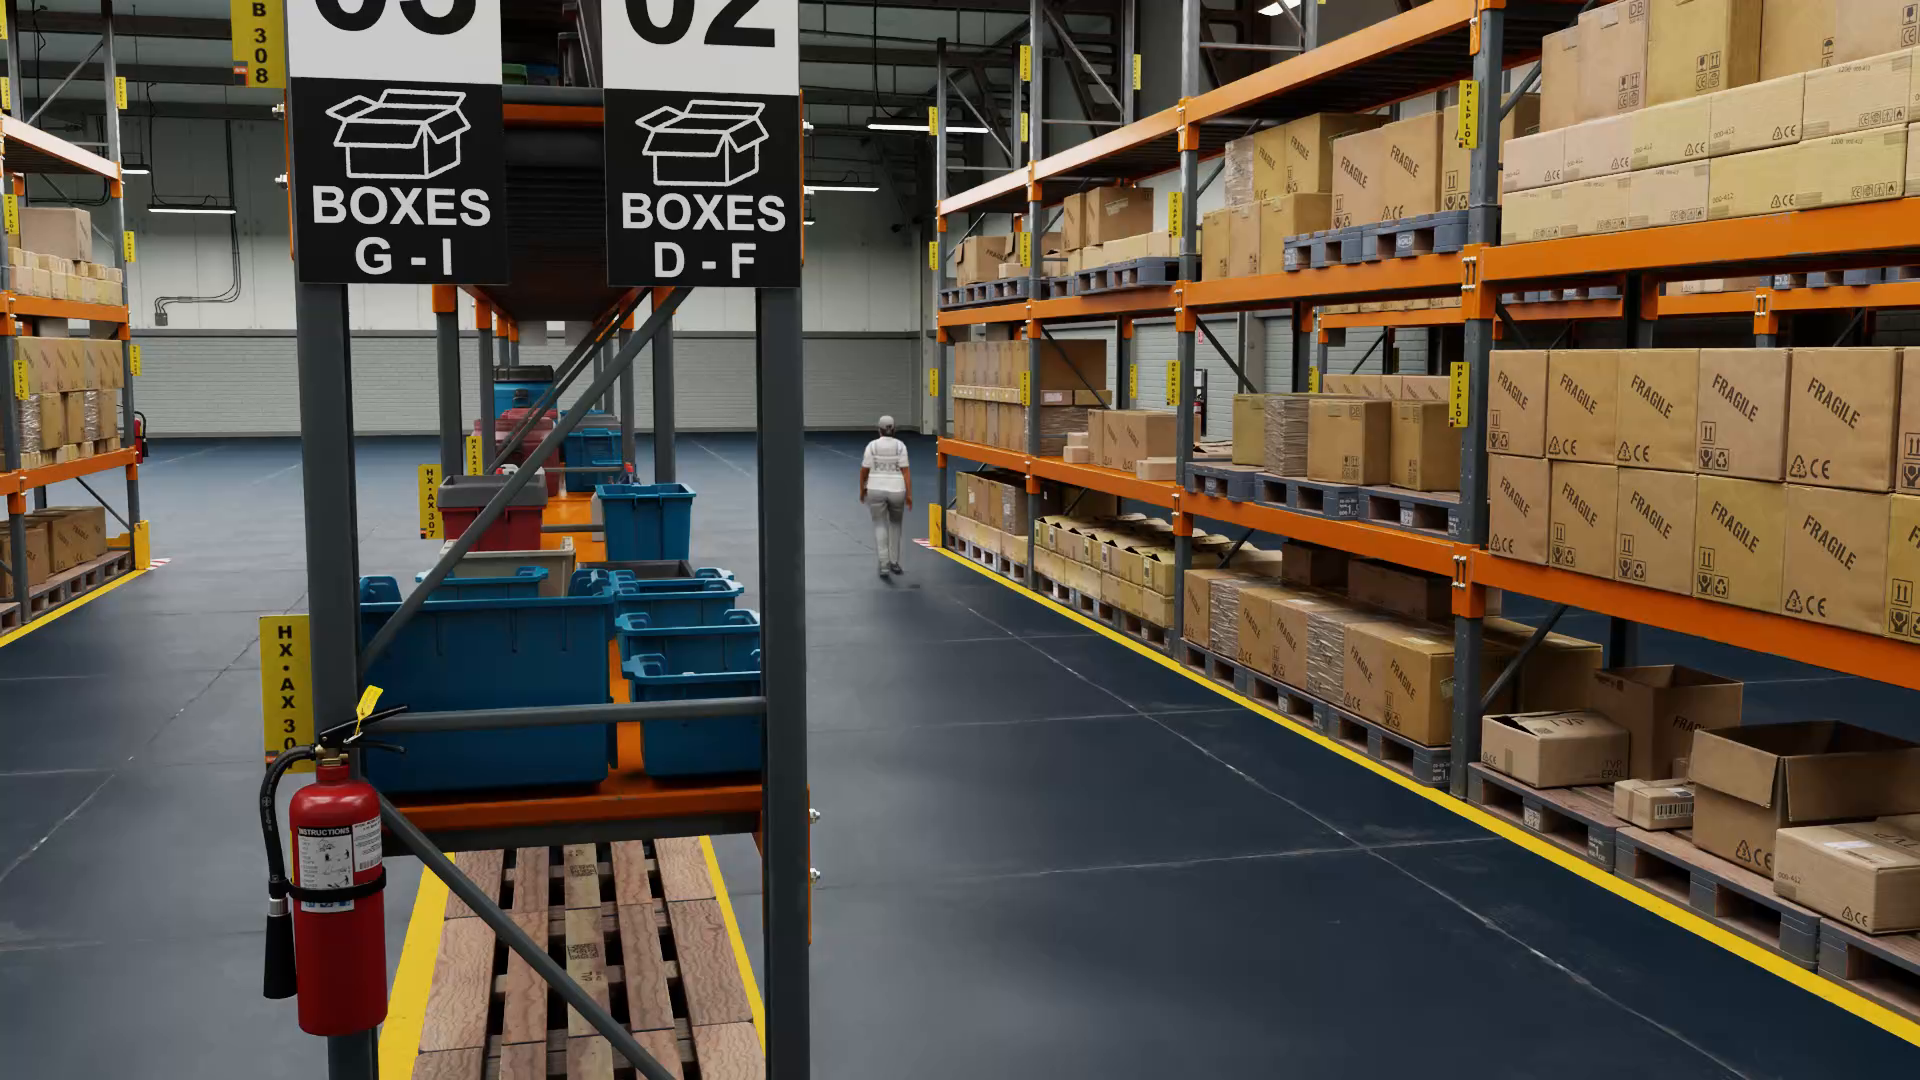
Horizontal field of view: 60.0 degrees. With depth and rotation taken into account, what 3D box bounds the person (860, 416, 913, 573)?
[{"bbox_3d":[-0.796,-0.467,17.516,0.523,1.686,0.793,-1,6,-13],"label":"person"}]
